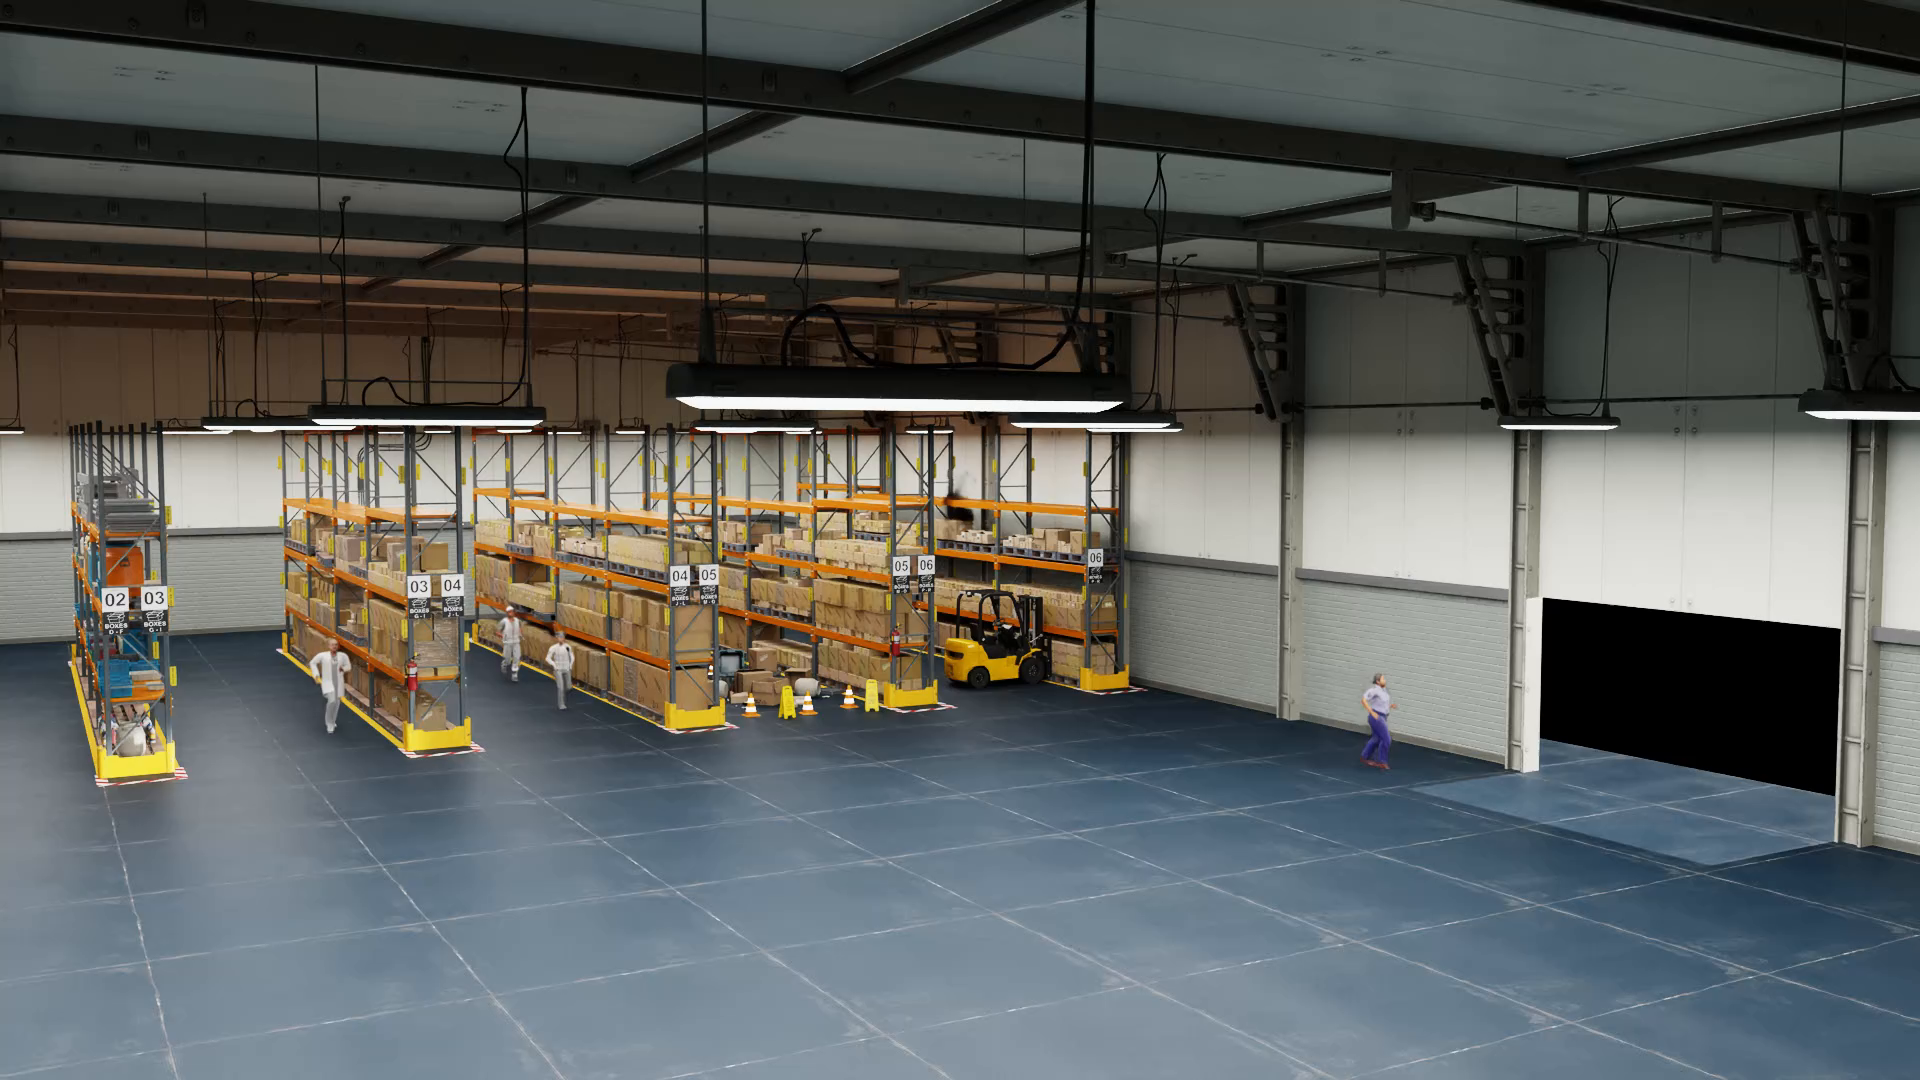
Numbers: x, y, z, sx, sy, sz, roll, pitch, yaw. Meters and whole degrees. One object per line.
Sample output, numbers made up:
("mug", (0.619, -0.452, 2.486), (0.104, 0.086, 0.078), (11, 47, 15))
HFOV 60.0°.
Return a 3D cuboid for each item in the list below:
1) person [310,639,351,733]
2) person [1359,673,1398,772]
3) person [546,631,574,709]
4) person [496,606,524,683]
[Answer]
("person", (-12.194, 2.840, 32.356), (0.685, 1.815, 0.730), (-3, 5, -39))
("person", (7.215, 3.149, 28.685), (0.649, 1.716, 0.592), (2, 4, 29))
("person", (-8.420, 2.729, 35.081), (0.613, 1.646, 0.578), (-2, 4, -30))
("person", (-10.521, 2.431, 38.963), (0.655, 1.769, 0.888), (-2, 4, -35))
